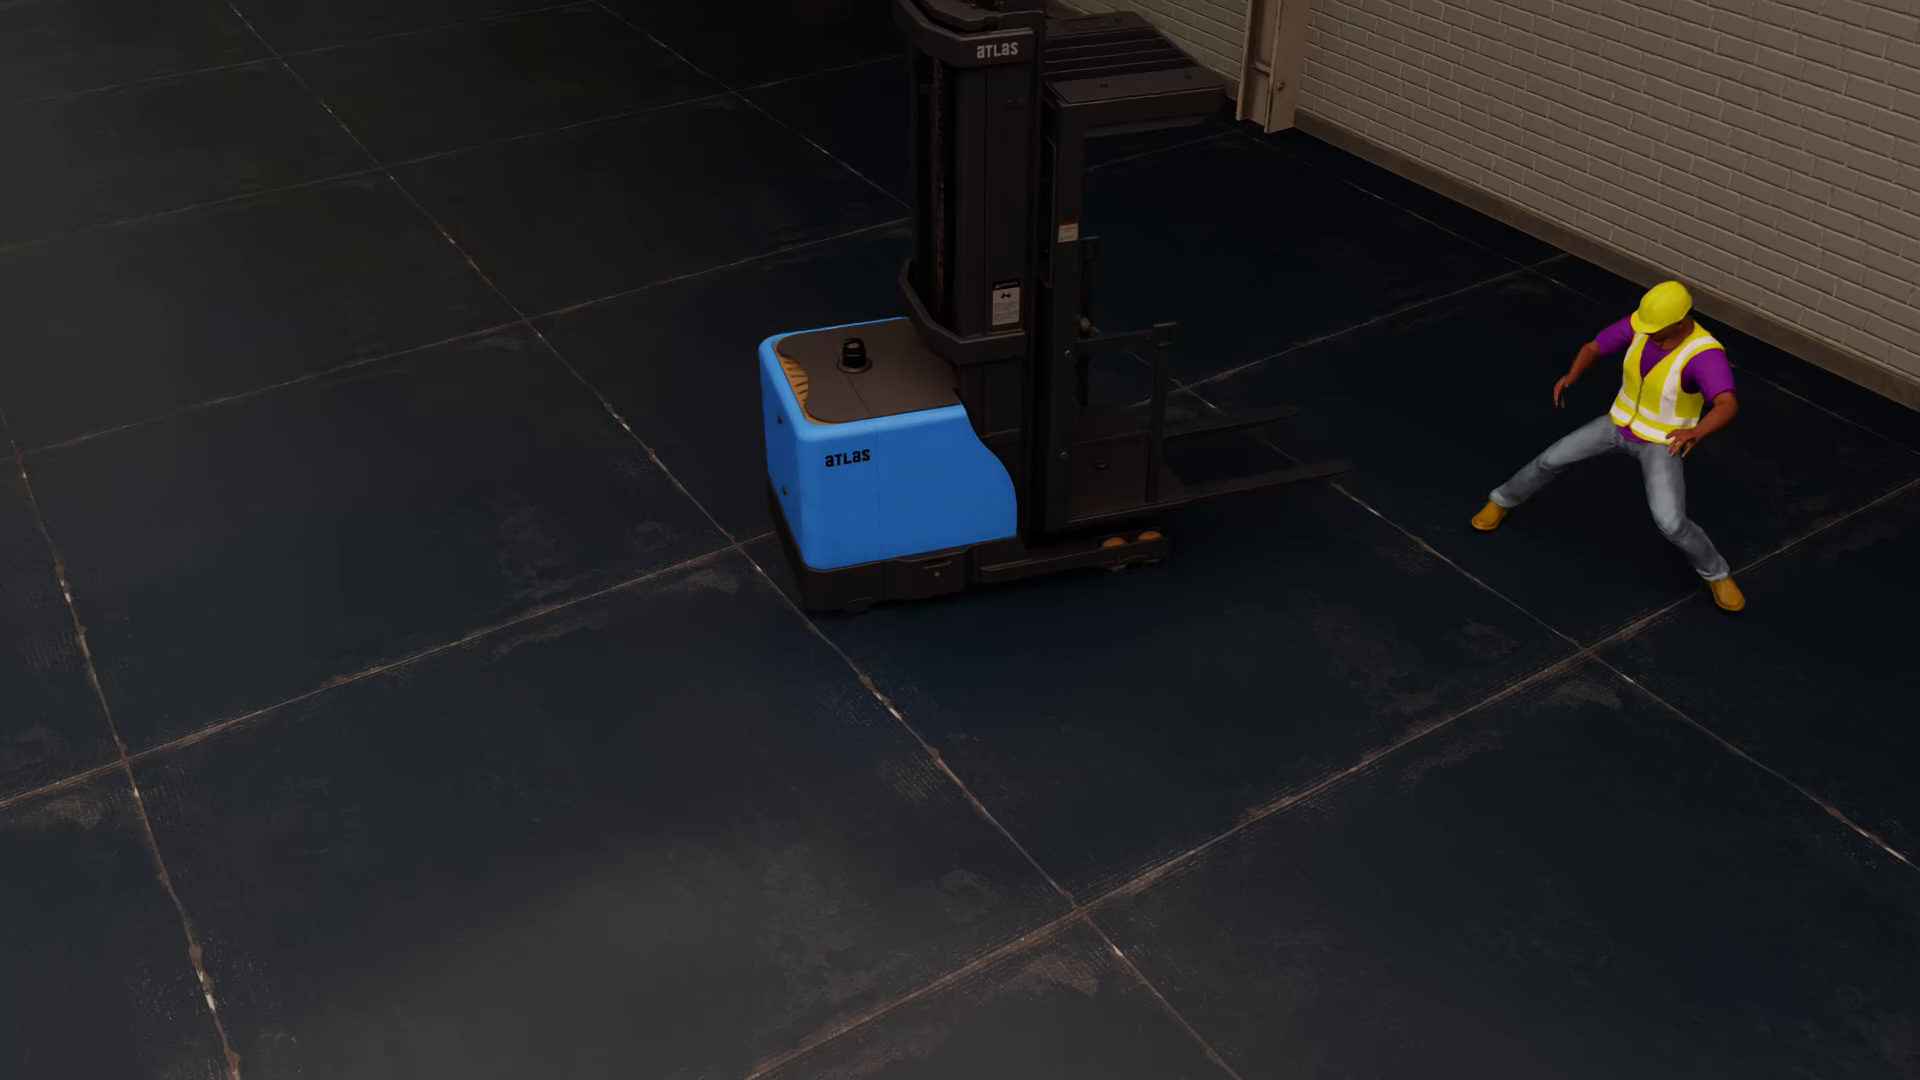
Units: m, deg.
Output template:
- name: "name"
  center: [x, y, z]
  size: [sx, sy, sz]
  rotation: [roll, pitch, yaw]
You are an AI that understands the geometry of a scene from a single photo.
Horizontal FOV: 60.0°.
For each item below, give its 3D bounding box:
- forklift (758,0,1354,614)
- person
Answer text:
- name: "forklift"
  center: [0.558, -1.325, 8.033]
  size: [3.031, 2.935, 1.130]
  rotation: [-10, 36, -14]
- name: "person"
  center: [3.281, -0.507, 8.070]
  size: [0.773, 1.552, 1.316]
  rotation: [-16, 38, -22]
